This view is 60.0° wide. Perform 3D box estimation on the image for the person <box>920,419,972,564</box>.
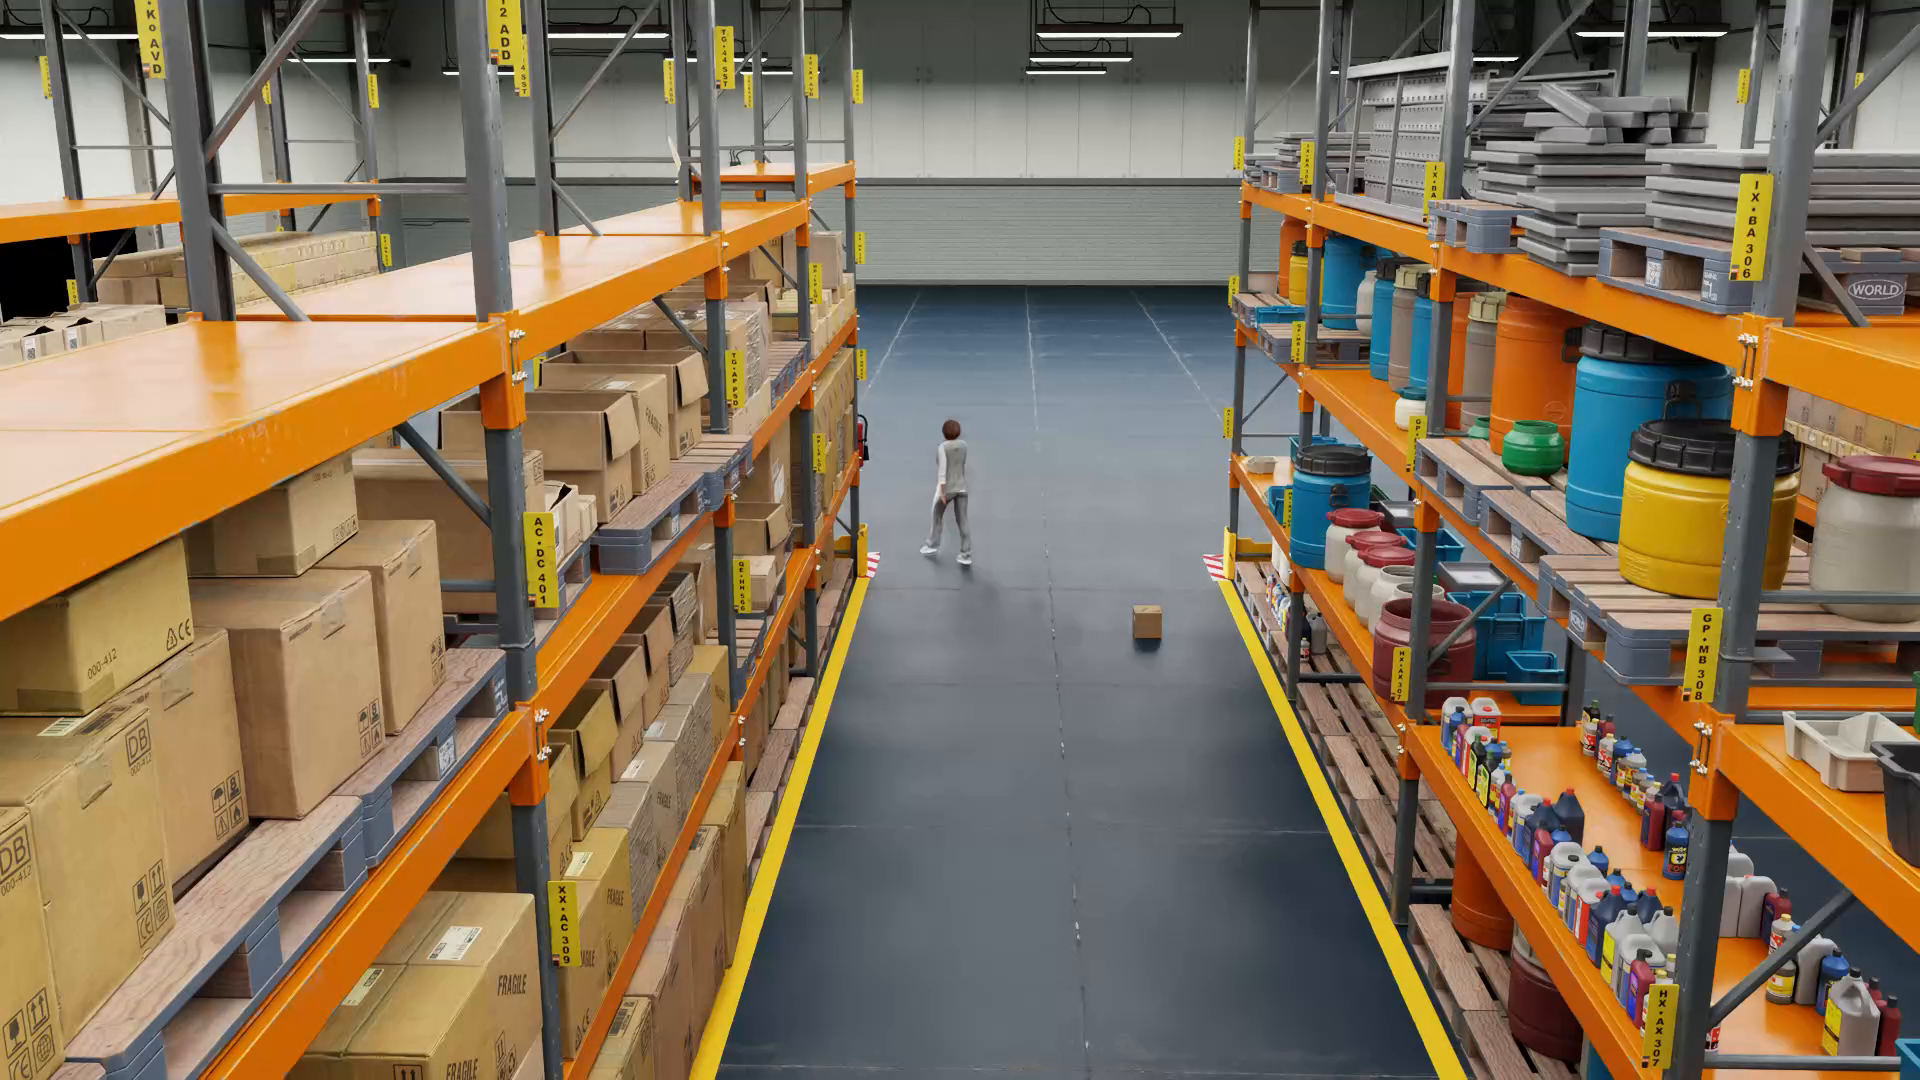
[{"bbox_3d":[-0.126,-0.559,18.178,0.420,1.564,0.853,-7,16,-27],"label":"person"}]
